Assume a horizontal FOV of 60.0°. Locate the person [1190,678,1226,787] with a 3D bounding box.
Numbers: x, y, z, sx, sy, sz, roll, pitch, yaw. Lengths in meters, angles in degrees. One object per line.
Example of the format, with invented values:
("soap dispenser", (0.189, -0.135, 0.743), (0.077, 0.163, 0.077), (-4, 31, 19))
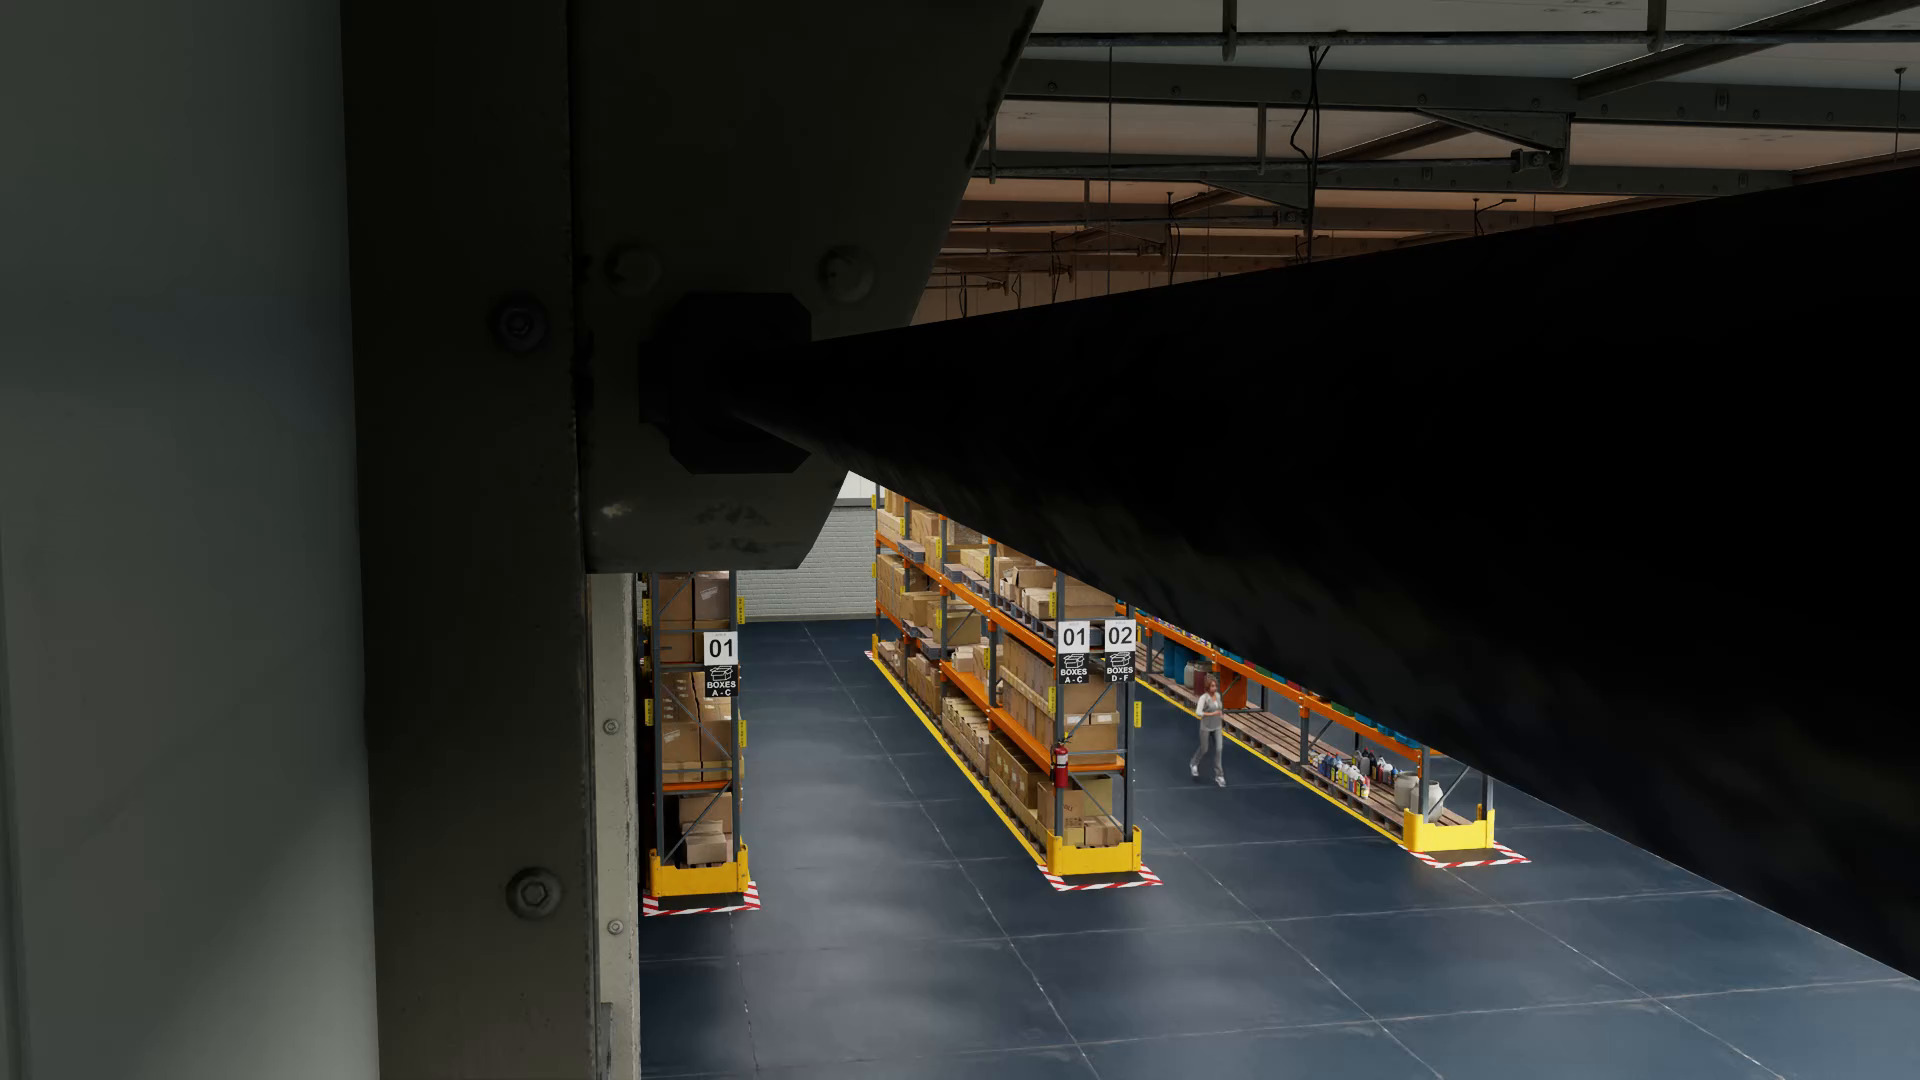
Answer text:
("person", (3.805, 2.904, 25.440), (0.558, 1.610, 0.837), (-3, 6, -25))
